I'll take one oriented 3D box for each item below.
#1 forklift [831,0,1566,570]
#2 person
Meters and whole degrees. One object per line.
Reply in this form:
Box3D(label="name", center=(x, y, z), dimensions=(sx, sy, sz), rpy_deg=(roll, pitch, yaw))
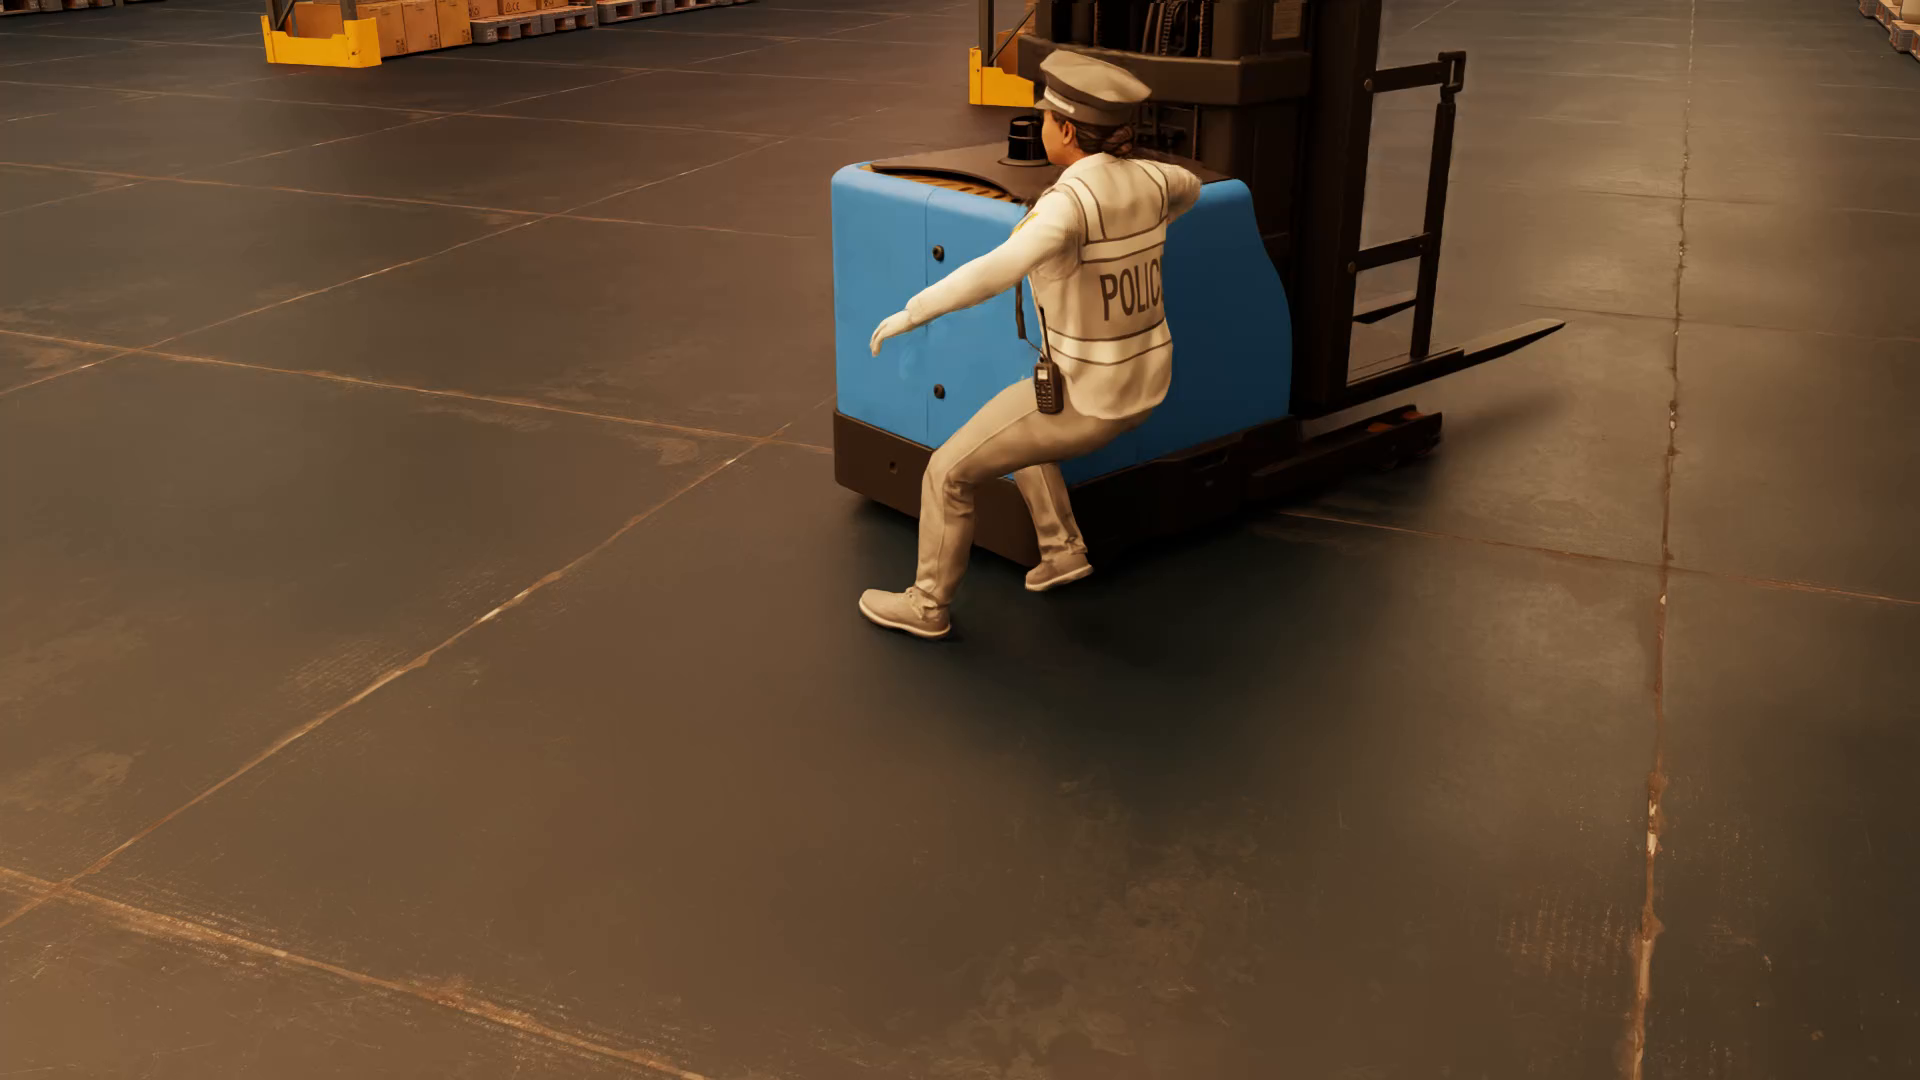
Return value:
Box3D(label="forklift", center=(1.037, -1.722, 5.411), dimensions=(3.031, 2.935, 1.130), rpy_deg=(-19, 29, -37))
Box3D(label="person", center=(0.132, -0.457, 4.199), dimensions=(0.766, 1.523, 0.990), rpy_deg=(19, 29, 38))
